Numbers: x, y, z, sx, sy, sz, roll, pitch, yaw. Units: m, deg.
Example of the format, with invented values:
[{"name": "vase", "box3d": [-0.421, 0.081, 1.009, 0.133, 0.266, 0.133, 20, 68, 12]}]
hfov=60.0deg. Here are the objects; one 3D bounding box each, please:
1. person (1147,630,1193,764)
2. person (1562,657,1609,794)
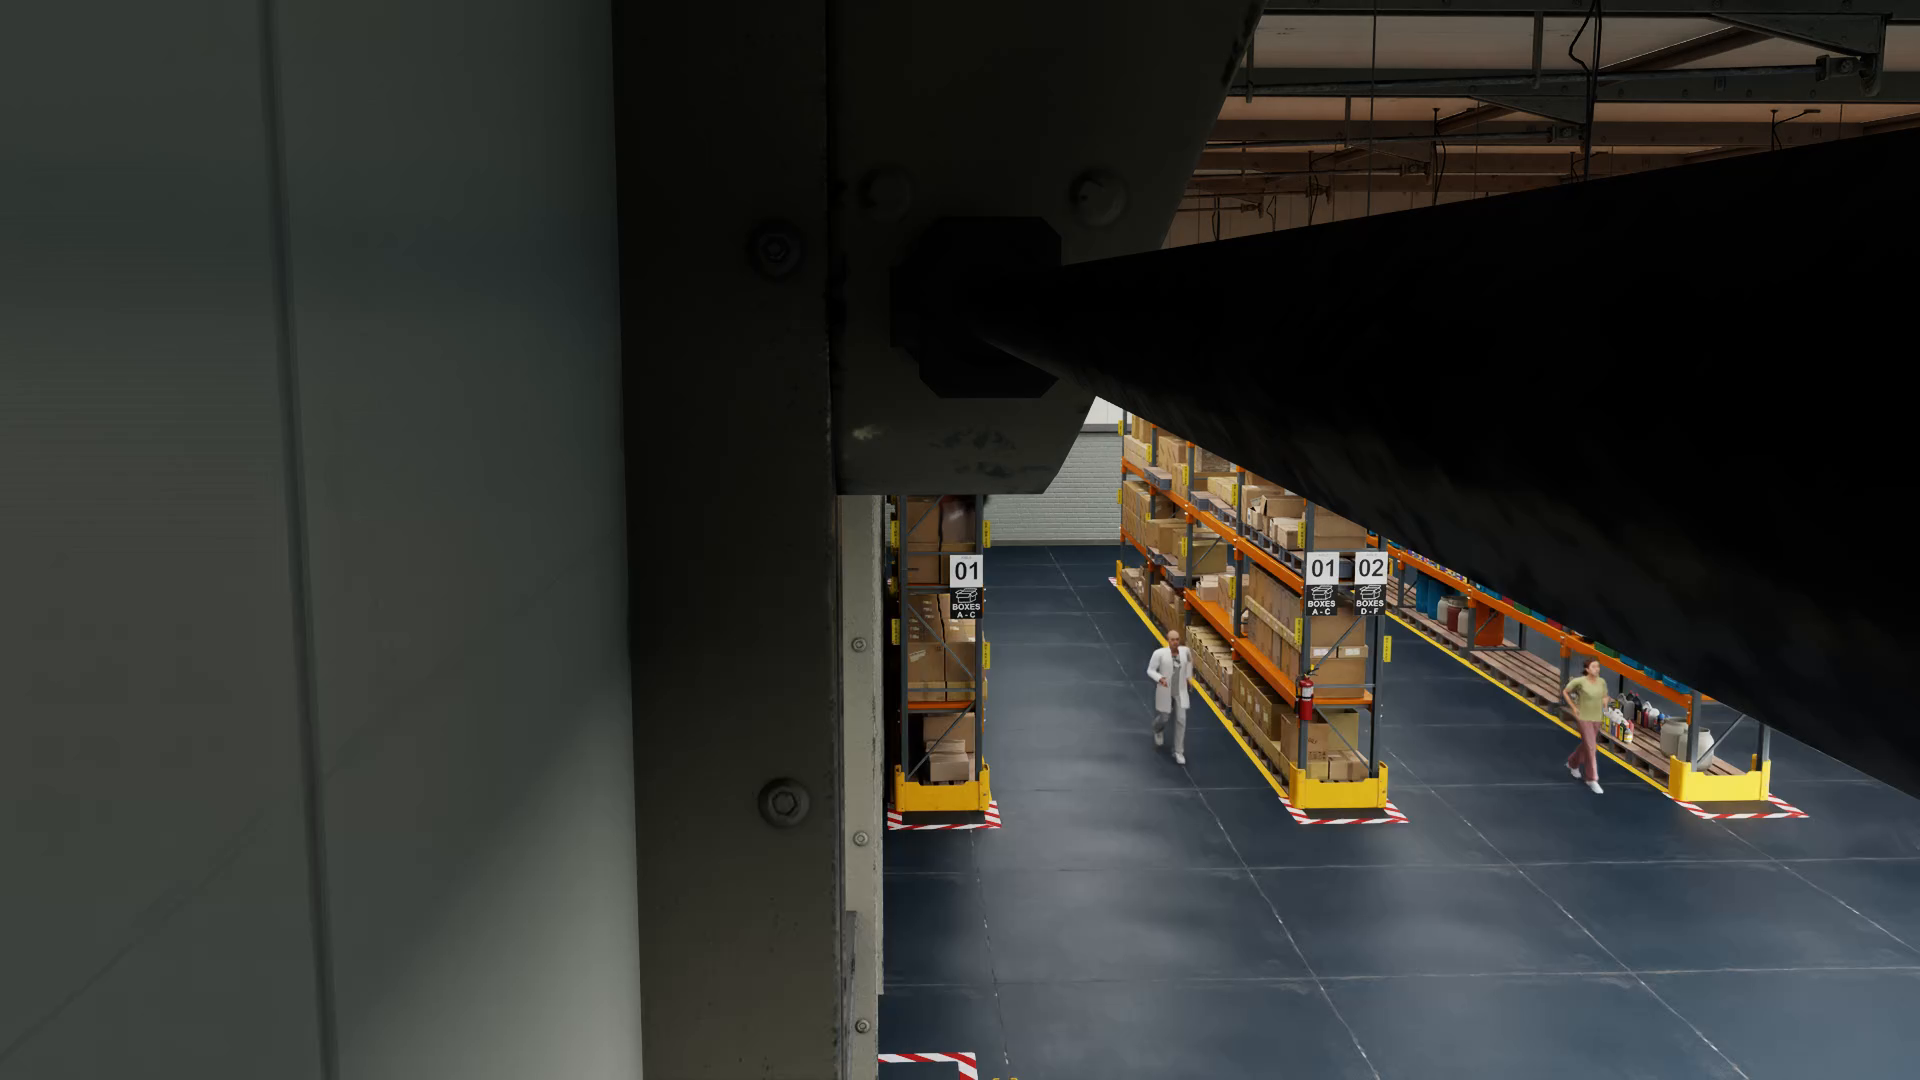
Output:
[{"name": "person", "box3d": [2.892, 2.189, 22.860, 0.690, 1.577, 1.042, -1, 8, -7]}, {"name": "person", "box3d": [8.127, 2.347, 21.505, 0.564, 1.702, 0.817, -2, 9, -15]}]
